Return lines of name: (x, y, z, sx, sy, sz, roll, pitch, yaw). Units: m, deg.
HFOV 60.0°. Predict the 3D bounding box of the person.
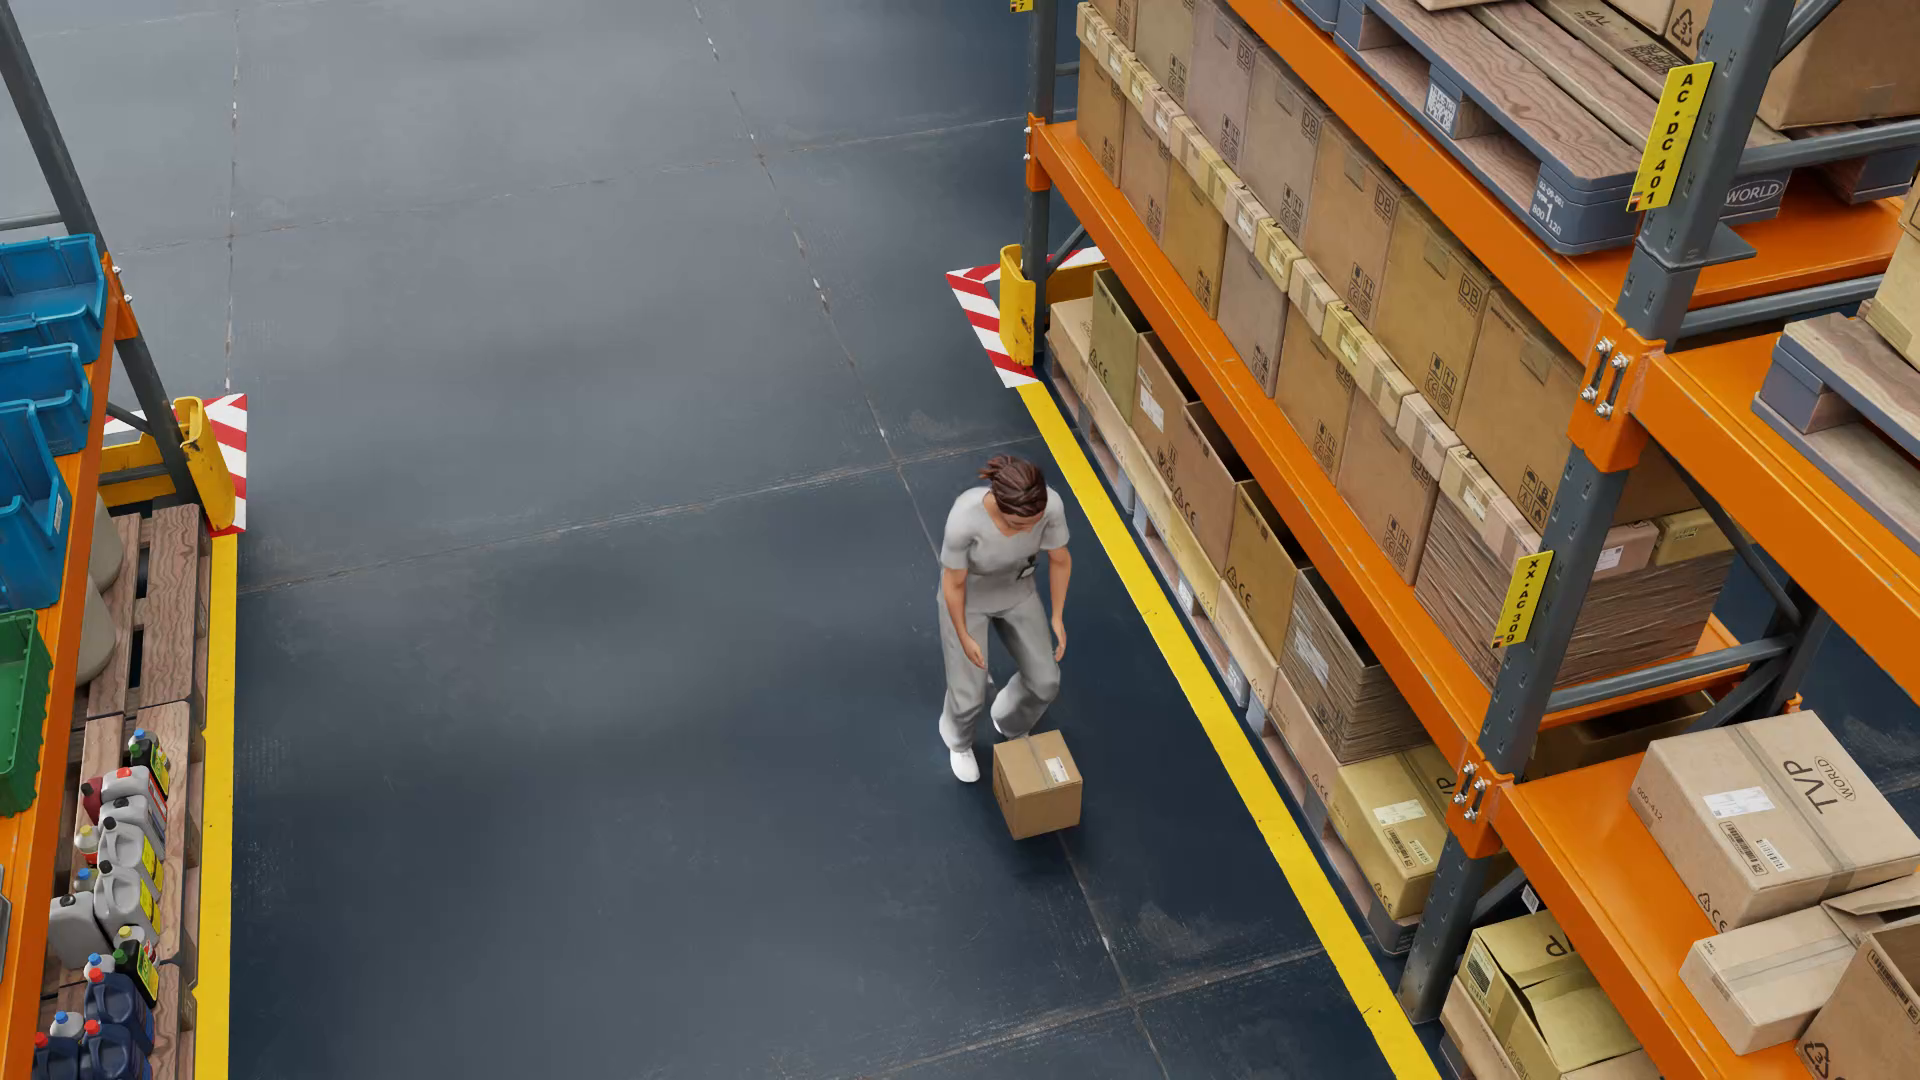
person: (0.156, 0.255, 5.978, 0.478, 1.556, 0.489, -12, 44, -13)
